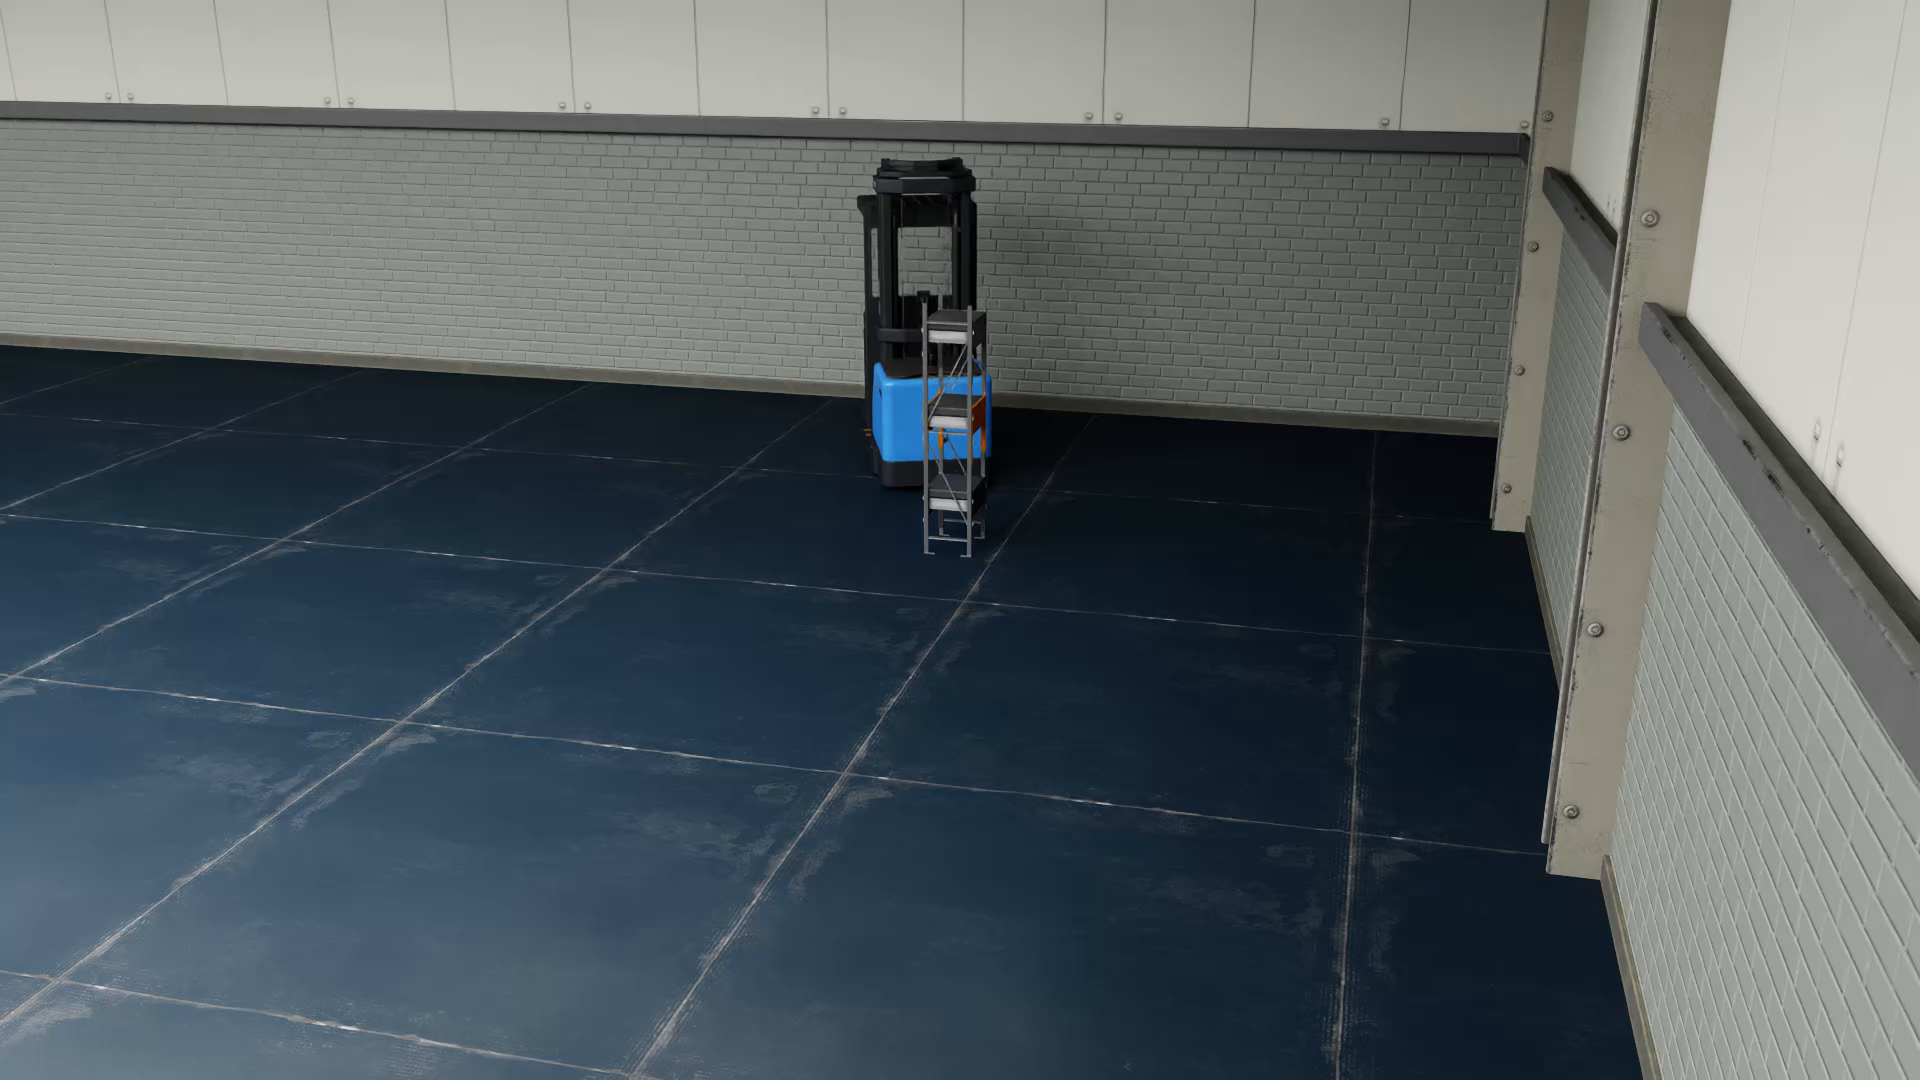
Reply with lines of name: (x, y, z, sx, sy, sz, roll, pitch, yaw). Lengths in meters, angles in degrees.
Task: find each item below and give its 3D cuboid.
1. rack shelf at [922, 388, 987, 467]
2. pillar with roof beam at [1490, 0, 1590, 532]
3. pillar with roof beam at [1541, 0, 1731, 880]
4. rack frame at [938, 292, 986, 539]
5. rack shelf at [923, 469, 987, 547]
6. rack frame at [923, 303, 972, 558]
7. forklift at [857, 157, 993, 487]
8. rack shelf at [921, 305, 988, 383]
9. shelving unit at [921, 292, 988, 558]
rack shelf: (-0.040, -0.929, 13.701, 0.431, 0.518, 0.480, 5, 19, 13)
pillar with roof beam: (0.645, -4.737, 14.133, 9.100, 9.000, 0.400, 5, 19, 13)
pillar with roof beam: (-0.821, -2.856, 8.627, 9.100, 9.000, 0.400, 5, 19, 13)
rack frame: (0.019, -1.018, 13.920, 0.400, 2.100, 0.015, 5, 19, 13)
rack shelf: (-0.040, -0.266, 13.927, 0.431, 0.518, 0.480, 5, 19, 13)
rack frame: (-0.100, -0.865, 13.472, 0.400, 2.100, 0.015, 5, 19, 13)
forklift: (-0.418, -2.314, 16.427, 1.130, 2.935, 3.031, -3, 19, -8)
rack shelf: (-0.040, -1.591, 13.474, 0.431, 0.518, 0.480, 5, 19, 13)
shelving unit: (-0.040, -0.942, 13.696, 0.431, 2.100, 0.503, 5, 19, 13)
